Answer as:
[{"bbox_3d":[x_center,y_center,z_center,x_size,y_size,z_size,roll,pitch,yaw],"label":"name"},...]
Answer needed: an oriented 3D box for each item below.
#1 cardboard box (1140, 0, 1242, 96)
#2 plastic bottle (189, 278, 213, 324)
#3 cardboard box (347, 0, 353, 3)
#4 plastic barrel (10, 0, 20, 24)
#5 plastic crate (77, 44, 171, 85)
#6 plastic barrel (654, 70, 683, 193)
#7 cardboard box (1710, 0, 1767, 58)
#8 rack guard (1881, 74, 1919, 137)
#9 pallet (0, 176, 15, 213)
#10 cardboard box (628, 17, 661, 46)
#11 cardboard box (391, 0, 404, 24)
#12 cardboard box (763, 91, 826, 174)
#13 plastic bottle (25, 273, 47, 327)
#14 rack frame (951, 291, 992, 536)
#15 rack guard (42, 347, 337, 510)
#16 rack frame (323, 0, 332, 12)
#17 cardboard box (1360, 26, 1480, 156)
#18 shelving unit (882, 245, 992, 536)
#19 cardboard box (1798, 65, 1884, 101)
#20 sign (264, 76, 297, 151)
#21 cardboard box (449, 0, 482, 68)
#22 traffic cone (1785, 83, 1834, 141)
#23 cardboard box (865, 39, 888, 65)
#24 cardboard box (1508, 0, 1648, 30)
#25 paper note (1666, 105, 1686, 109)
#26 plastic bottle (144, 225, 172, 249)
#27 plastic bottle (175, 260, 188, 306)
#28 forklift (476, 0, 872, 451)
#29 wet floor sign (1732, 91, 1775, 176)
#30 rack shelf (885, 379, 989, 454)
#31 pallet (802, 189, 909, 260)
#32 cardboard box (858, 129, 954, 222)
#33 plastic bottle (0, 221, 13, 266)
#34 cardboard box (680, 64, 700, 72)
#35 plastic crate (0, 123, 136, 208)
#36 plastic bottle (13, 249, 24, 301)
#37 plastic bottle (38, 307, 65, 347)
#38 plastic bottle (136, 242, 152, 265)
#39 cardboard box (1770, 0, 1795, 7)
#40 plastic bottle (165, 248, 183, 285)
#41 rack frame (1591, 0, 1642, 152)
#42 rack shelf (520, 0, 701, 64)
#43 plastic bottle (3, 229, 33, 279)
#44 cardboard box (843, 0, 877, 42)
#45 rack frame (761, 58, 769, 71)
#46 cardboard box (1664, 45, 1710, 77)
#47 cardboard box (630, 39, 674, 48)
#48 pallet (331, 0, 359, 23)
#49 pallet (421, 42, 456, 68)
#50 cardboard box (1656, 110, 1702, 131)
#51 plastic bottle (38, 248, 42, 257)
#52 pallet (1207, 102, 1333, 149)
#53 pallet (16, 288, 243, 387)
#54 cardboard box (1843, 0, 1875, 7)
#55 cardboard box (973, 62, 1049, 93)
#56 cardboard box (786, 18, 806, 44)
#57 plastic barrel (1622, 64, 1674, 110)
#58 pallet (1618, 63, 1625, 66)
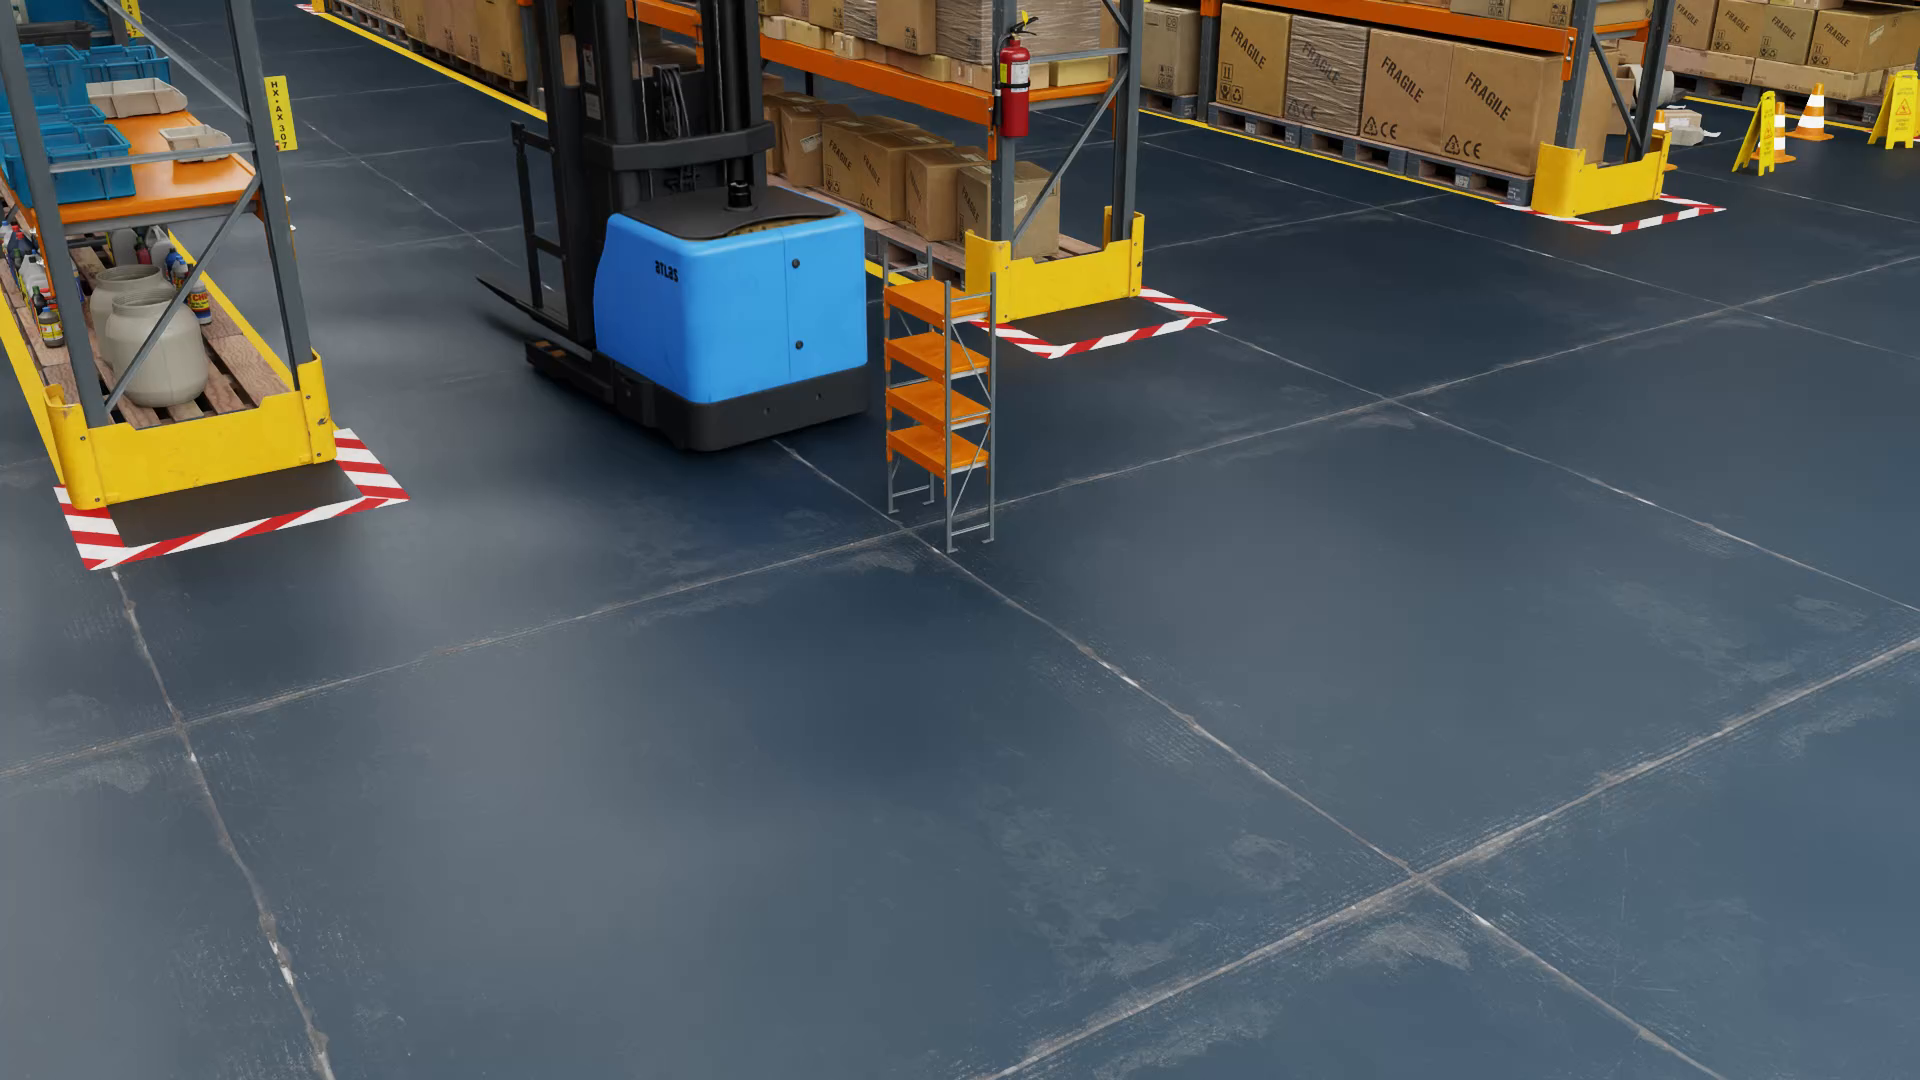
[{"bbox_3d":[2.245,-4.741,15.922,1.050,0.750,0.750,-16,29,-30],"label":"cardboard box"},{"bbox_3d":[-4.246,-1.348,9.273,0.097,0.271,0.097,0,25,0],"label":"plastic bottle"},{"bbox_3d":[-7.686,-7.558,21.744,0.875,0.875,0.875,-16,29,-30],"label":"cardboard box"},{"bbox_3d":[-6.440,-3.810,11.648,0.433,0.535,0.433,0,25,0],"label":"plastic barrel"},{"bbox_3d":[-4.870,-2.693,9.615,0.499,0.251,0.616,-16,29,-30],"label":"plastic crate"},{"bbox_3d":[-5.109,-3.018,11.424,2.714,1.474,9.508,-16,29,-30],"label":"plastic barrel"},{"bbox_3d":[7.722,-5.005,16.190,0.500,0.500,0.500,-16,30,-31],"label":"cardboard box"},{"bbox_3d":[8.894,-4.023,15.186,1.175,0.500,0.348,-16,29,-30],"label":"rack guard"},{"bbox_3d":[-6.833,-2.541,12.384,1.003,0.211,1.213,-16,29,-30],"label":"pallet"},{"bbox_3d":[-3.046,-4.666,15.154,0.500,0.250,0.500,-12,28,-24],"label":"cardboard box"},{"bbox_3d":[-6.212,-6.592,19.698,0.875,0.875,0.875,-16,29,-30],"label":"cardboard box"},{"bbox_3d":[-1.367,-3.154,12.854,0.500,0.500,0.500,-17,30,-31],"label":"cardboard box"},{"bbox_3d":[-5.078,-1.330,9.230,0.152,0.276,0.135,-16,30,-31],"label":"plastic bottle"},{"bbox_3d":[0.043,-0.515,6.935,0.228,1.046,0.006,-16,29,-30],"label":"rack frame"},{"bbox_3d":[-3.599,-0.548,7.825,1.175,0.500,0.348,-16,29,-30],"label":"rack guard"},{"bbox_3d":[-8.102,-8.539,21.825,1.000,3.000,0.127,-16,29,-30],"label":"rack frame"},{"bbox_3d":[3.935,-3.707,13.585,0.875,0.875,0.875,-16,30,-30],"label":"cardboard box"},{"bbox_3d":[-0.092,-0.603,7.121,0.258,1.200,0.499,-16,29,-30],"label":"shelving unit"},{"bbox_3d":[8.255,-4.307,15.590,0.500,0.250,0.500,-16,29,-30],"label":"cardboard box"},{"bbox_3d":[-3.055,-1.914,7.467,0.100,0.325,0.005,-16,29,-30],"label":"sign"},{"bbox_3d":[-4.575,-5.479,17.340,1.225,0.875,0.875,-15,29,-29],"label":"cardboard box"},{"bbox_3d":[7.620,-3.832,14.825,0.336,0.463,0.334,-16,29,-30],"label":"traffic cone"},{"bbox_3d":[-0.393,-3.200,10.809,0.380,0.149,0.250,-16,29,-30],"label":"cardboard box"},{"bbox_3d":[4.602,-4.126,12.301,0.875,0.550,0.550,-16,29,-30],"label":"cardboard box"},{"bbox_3d":[6.941,-4.202,16.116,0.148,0.019,0.142,18,31,33],"label":"paper note"},{"bbox_3d":[-4.827,-1.747,10.024,0.144,0.351,0.185,-16,29,-30],"label":"plastic bottle"},{"bbox_3d":[-4.434,-1.471,9.533,0.097,0.271,0.097,0,25,0],"label":"plastic bottle"},{"bbox_3d":[4.400,-5.142,14.710,18.991,2.935,5.886,-18,31,-34],"label":"forklift"},{"bbox_3d":[6.518,-3.323,13.532,0.267,0.644,0.232,-22,33,-38],"label":"wet floor sign"},{"bbox_3d":[-0.090,-0.541,7.148,0.258,0.148,0.480,-16,29,-30],"label":"rack shelf"},{"bbox_3d":[-0.485,-2.317,11.912,1.003,0.211,1.213,-16,29,-30],"label":"pallet"},{"bbox_3d":[-0.376,-2.537,11.547,0.500,0.500,0.500,-13,28,-25],"label":"cardboard box"},{"bbox_3d":[-5.895,-1.842,10.319,0.097,0.271,0.097,0,25,0],"label":"plastic bottle"},{"bbox_3d":[-2.113,-3.715,14.019,0.700,0.500,0.500,-16,29,-30],"label":"cardboard box"},{"bbox_3d":[-4.042,-1.704,7.521,0.499,0.251,0.616,-16,29,-30],"label":"plastic crate"},{"bbox_3d":[-5.450,-1.542,9.669,0.061,0.283,0.133,-14,29,-27],"label":"plastic bottle"},{"bbox_3d":[-4.888,-1.150,8.936,0.097,0.201,0.097,0,25,0],"label":"plastic bottle"},{"bbox_3d":[-4.831,-1.632,9.860,0.061,0.283,0.133,-16,29,-30],"label":"plastic bottle"},{"bbox_3d":[7.888,-5.137,15.709,0.380,0.149,0.250,-15,29,-29],"label":"cardboard box"},{"bbox_3d":[-4.599,-1.579,9.762,0.097,0.271,0.097,0,25,0],"label":"plastic bottle"},{"bbox_3d":[4.840,-3.935,12.073,0.949,2.616,0.053,-16,29,-30],"label":"rack frame"},{"bbox_3d":[-2.643,-4.637,14.402,1.077,0.370,4.000,-16,29,-30],"label":"rack shelf"},{"bbox_3d":[-5.695,-1.735,10.086,0.152,0.276,0.135,-14,29,-28],"label":"plastic bottle"},{"bbox_3d":[-0.255,-3.539,10.768,0.875,0.500,0.500,-16,29,-30],"label":"cardboard box"},{"bbox_3d":[-1.549,-4.248,12.735,0.949,2.616,0.053,-16,29,-30],"label":"rack frame"},{"bbox_3d":[7.440,-4.852,16.743,0.500,0.250,0.500,-16,30,-30],"label":"cardboard box"},{"bbox_3d":[-3.039,-4.316,15.292,0.700,0.500,0.500,-18,31,-34],"label":"cardboard box"},{"bbox_3d":[-7.600,-7.010,21.853,1.003,0.211,1.213,-16,29,-30],"label":"pallet"},{"bbox_3d":[-5.434,-5.589,18.842,1.003,0.211,1.213,-16,29,-30],"label":"pallet"},{"bbox_3d":[6.528,-3.835,15.199,0.380,0.149,0.250,-1,25,-3],"label":"cardboard box"},{"bbox_3d":[-5.428,-1.649,9.910,0.097,0.271,0.097,0,25,0],"label":"plastic bottle"},{"bbox_3d":[3.009,-3.816,15.086,1.003,0.211,1.213,-16,29,-30],"label":"pallet"},{"bbox_3d":[-4.700,-1.145,9.429,1.003,0.211,1.213,-16,29,-30],"label":"pallet"},{"bbox_3d":[8.424,-4.959,16.091,0.500,0.500,0.500,-17,30,-31],"label":"cardboard box"},{"bbox_3d":[0.304,-2.757,9.870,0.380,0.149,0.250,-16,29,-30],"label":"cardboard box"},{"bbox_3d":[-0.983,-3.545,11.540,0.380,0.149,0.250,-16,29,-30],"label":"cardboard box"},{"bbox_3d":[6.539,-4.347,15.962,0.512,0.421,0.421,3,25,6],"label":"plastic barrel"},{"bbox_3d":[7.148,-5.064,17.729,1.003,0.211,1.213,-16,29,-30],"label":"pallet"}]
